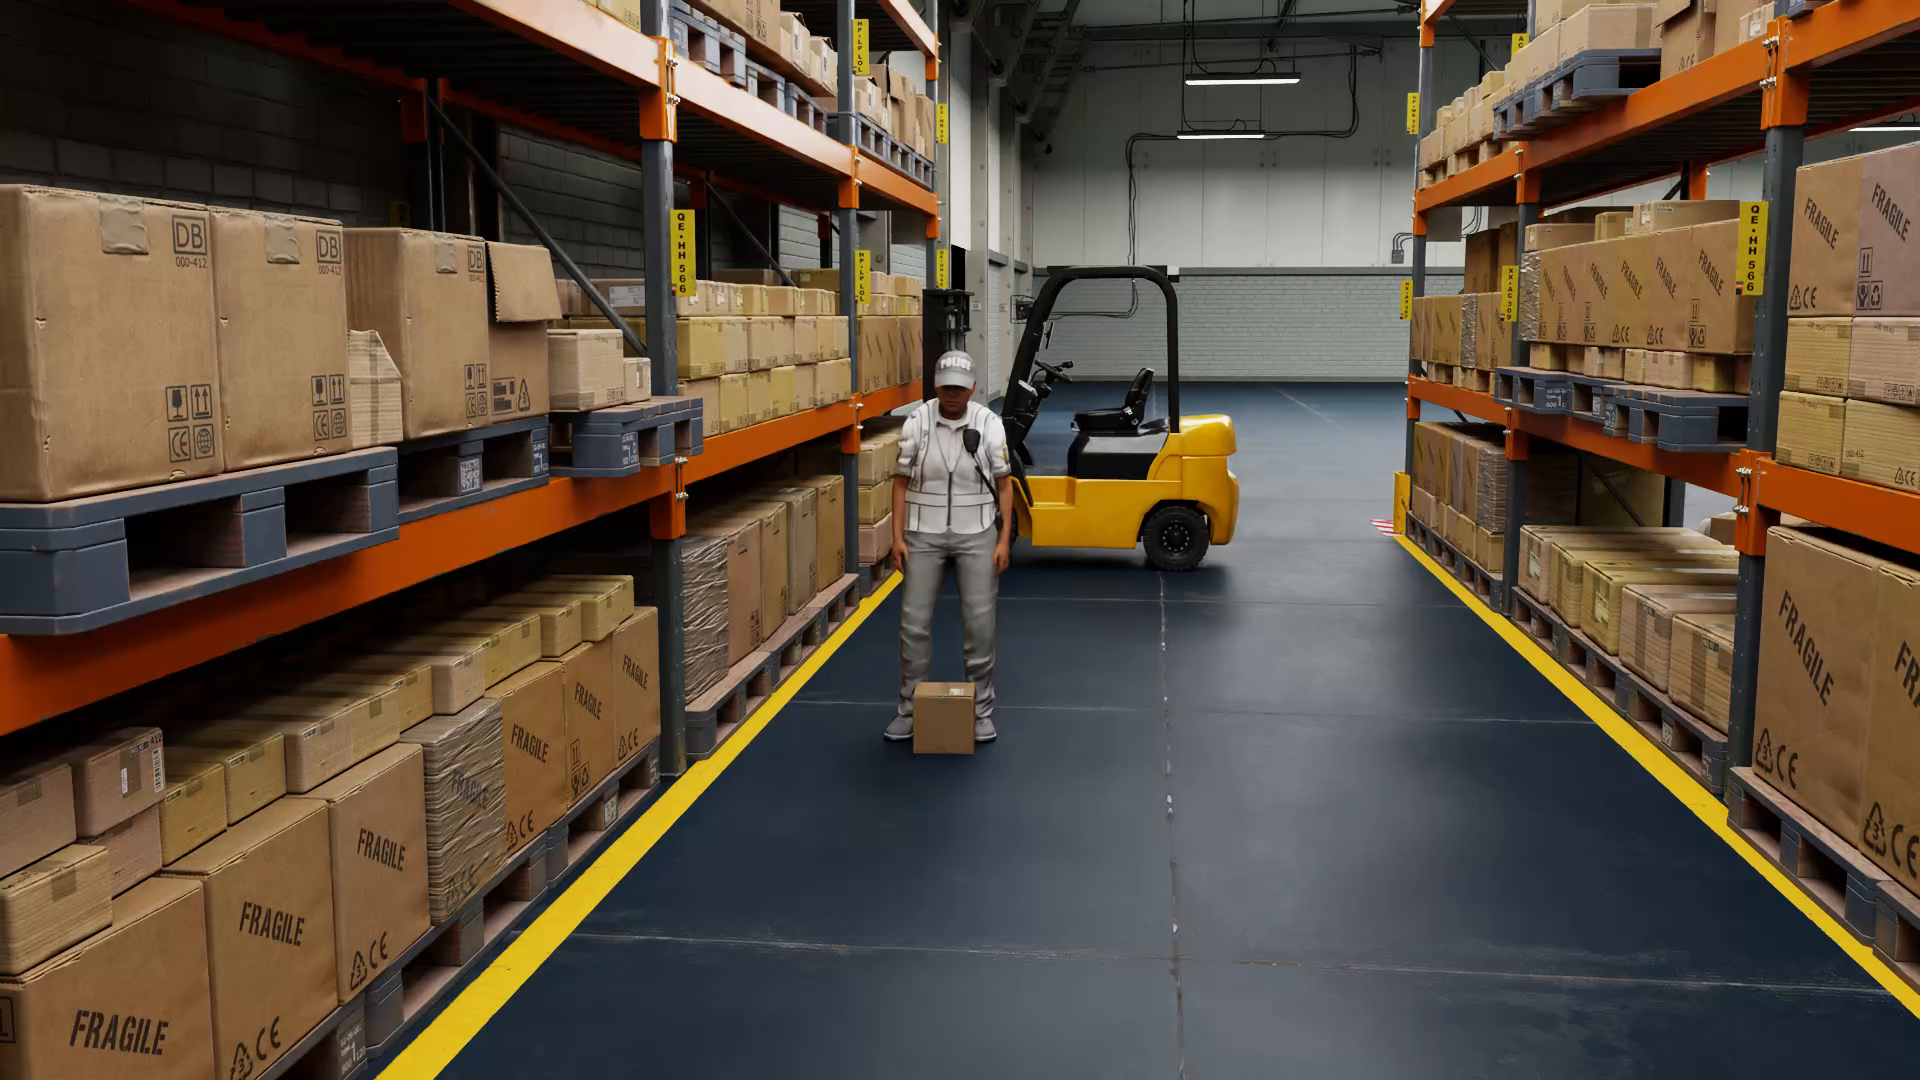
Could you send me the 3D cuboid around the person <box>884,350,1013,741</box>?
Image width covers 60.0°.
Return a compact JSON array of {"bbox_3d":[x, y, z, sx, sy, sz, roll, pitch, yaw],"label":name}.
[{"bbox_3d":[-0.049,0.020,7.129,0.546,1.665,0.468,1,8,4],"label":"person"}]
